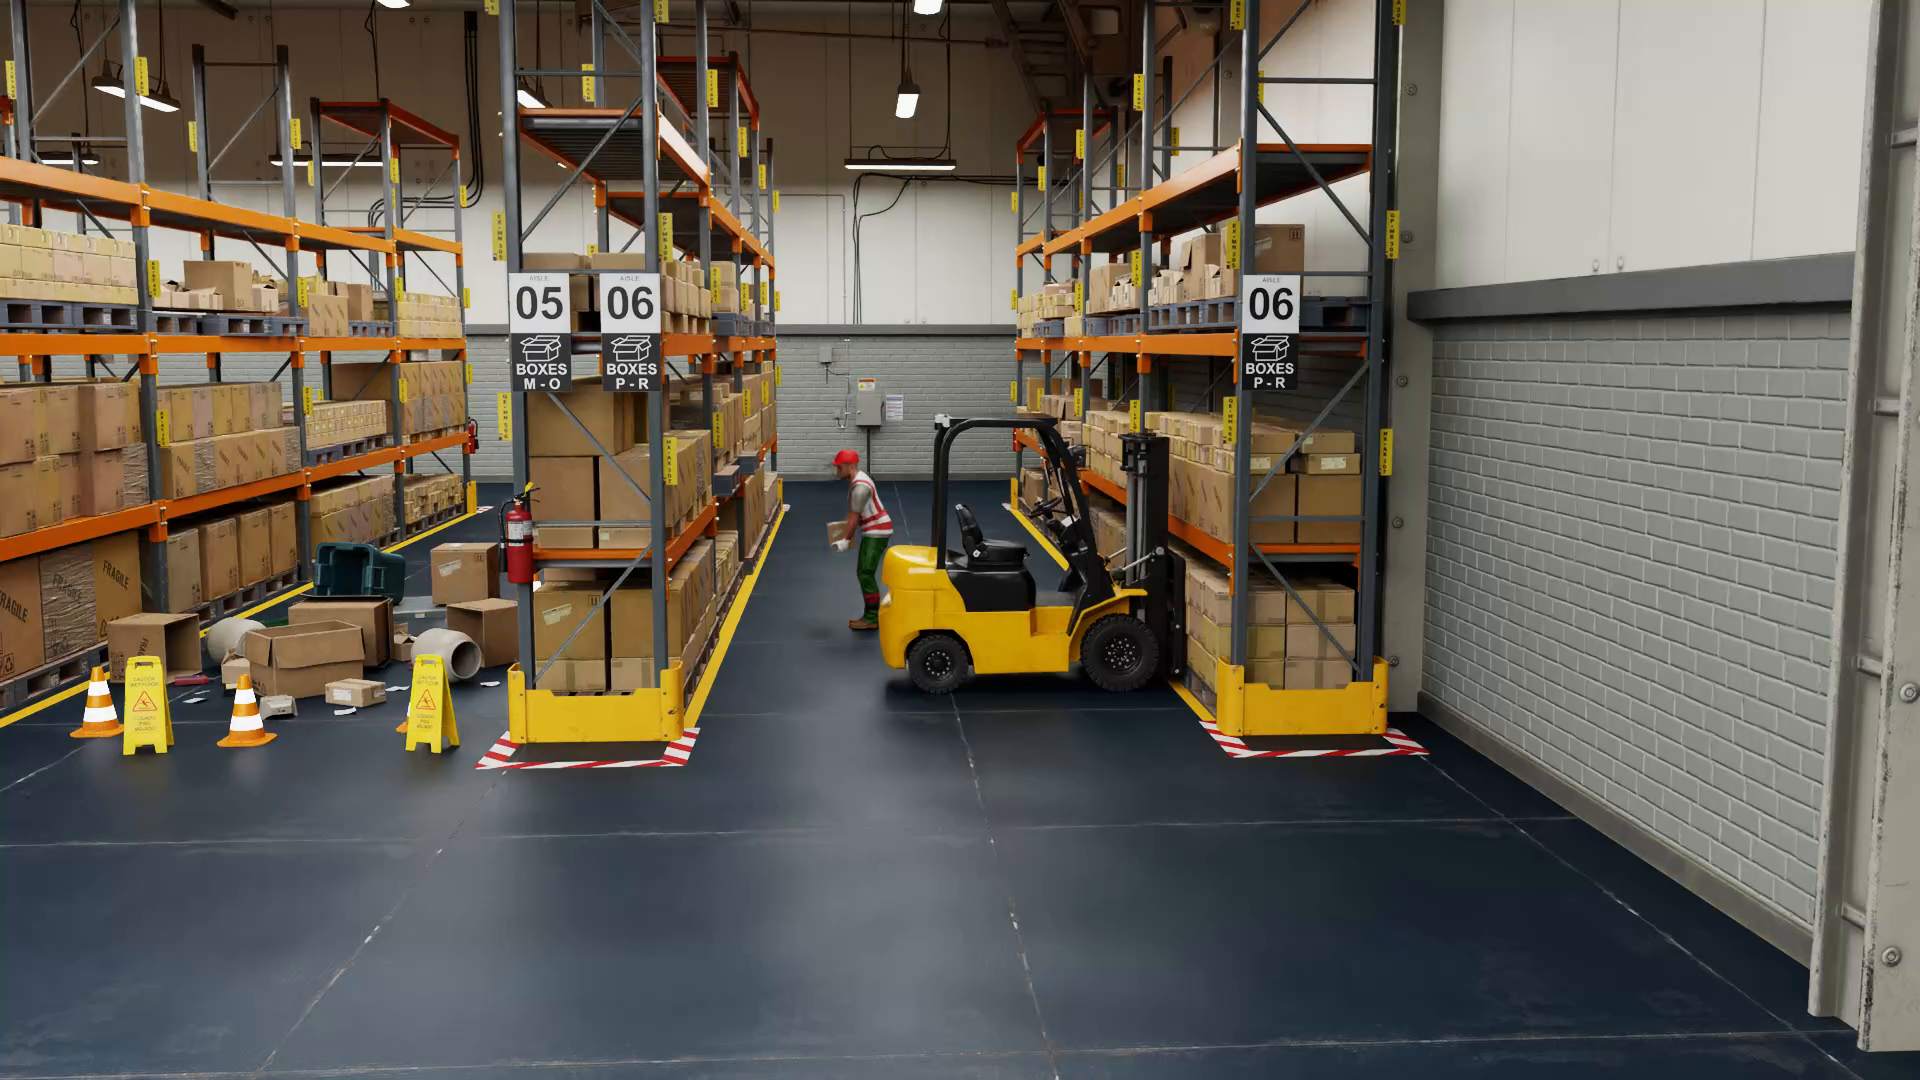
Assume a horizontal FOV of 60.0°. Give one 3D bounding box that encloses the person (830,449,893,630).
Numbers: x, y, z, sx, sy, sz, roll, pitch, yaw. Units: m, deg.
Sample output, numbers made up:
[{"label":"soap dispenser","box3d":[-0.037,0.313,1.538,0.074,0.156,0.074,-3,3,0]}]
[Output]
[{"label":"person","box3d":[-0.947,-0.010,15.984,0.603,1.725,0.481,-1,7,-5]}]
